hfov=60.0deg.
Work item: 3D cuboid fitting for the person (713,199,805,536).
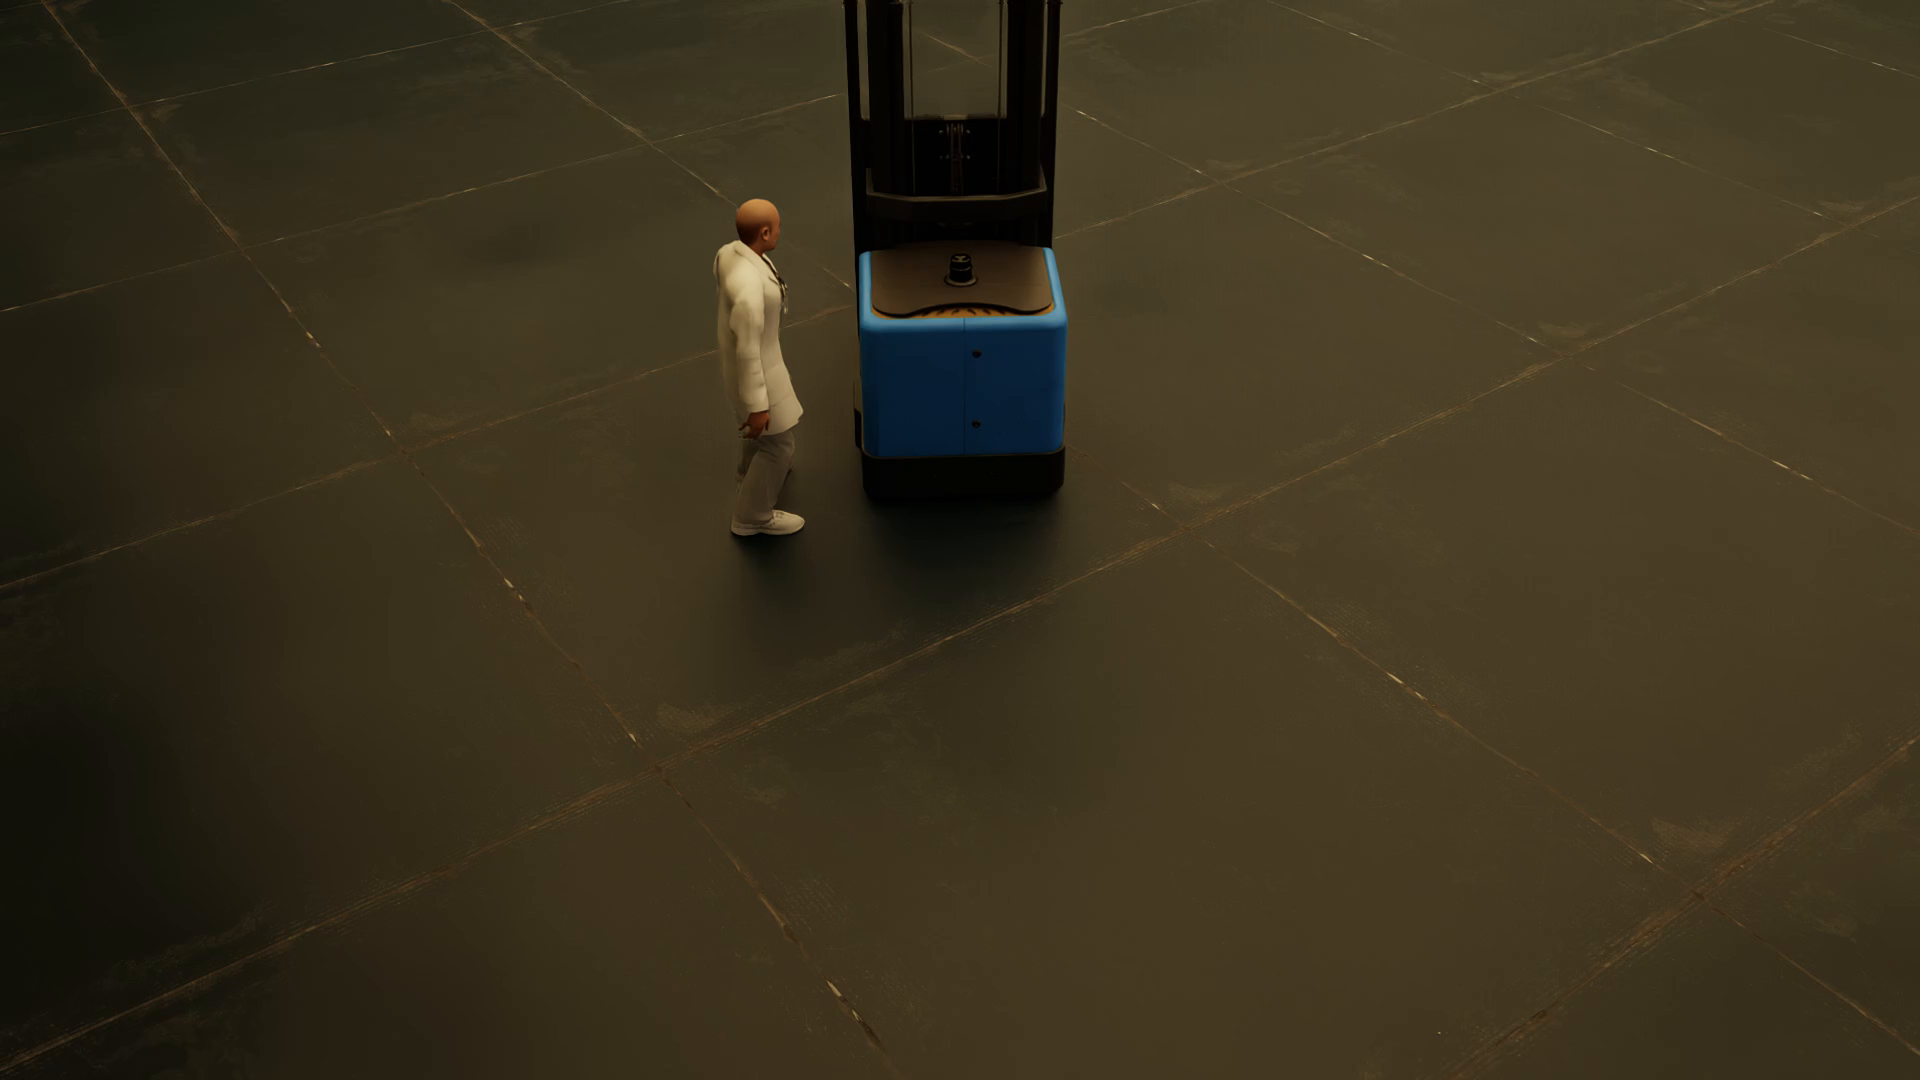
[{"bbox_3d":[-0.990,-0.834,8.072,0.423,1.751,0.878,-10,38,-13],"label":"person"}]

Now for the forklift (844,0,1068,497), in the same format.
[{"bbox_3d":[-0.052,-2.254,8.993,1.130,2.935,3.031,-2,37,-2],"label":"forklift"}]
